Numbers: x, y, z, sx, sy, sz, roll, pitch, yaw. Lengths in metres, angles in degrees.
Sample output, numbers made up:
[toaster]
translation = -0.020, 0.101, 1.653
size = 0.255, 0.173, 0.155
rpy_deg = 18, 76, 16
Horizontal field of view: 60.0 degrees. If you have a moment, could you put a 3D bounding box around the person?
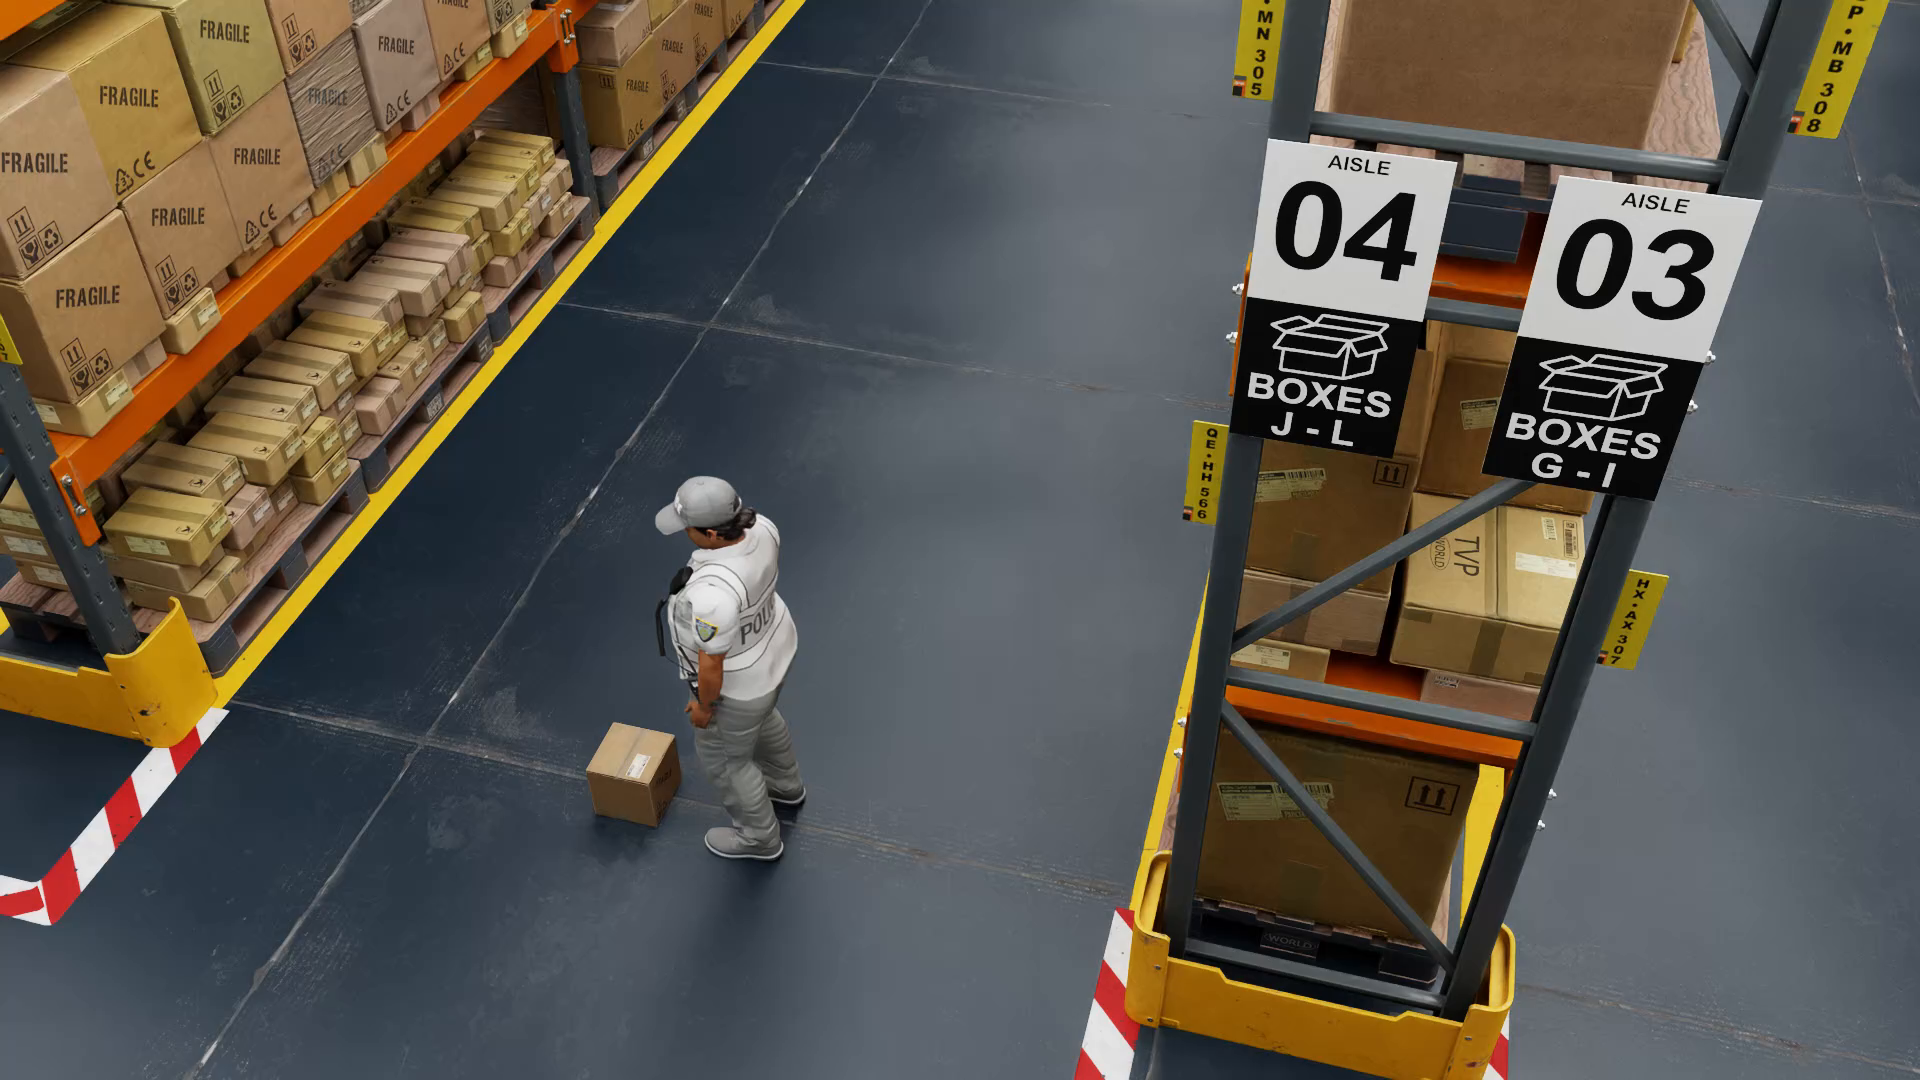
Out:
[person]
translation = -0.768, 0.445, 5.662
size = 0.390, 1.656, 0.473
rpy_deg = 11, 42, 12
